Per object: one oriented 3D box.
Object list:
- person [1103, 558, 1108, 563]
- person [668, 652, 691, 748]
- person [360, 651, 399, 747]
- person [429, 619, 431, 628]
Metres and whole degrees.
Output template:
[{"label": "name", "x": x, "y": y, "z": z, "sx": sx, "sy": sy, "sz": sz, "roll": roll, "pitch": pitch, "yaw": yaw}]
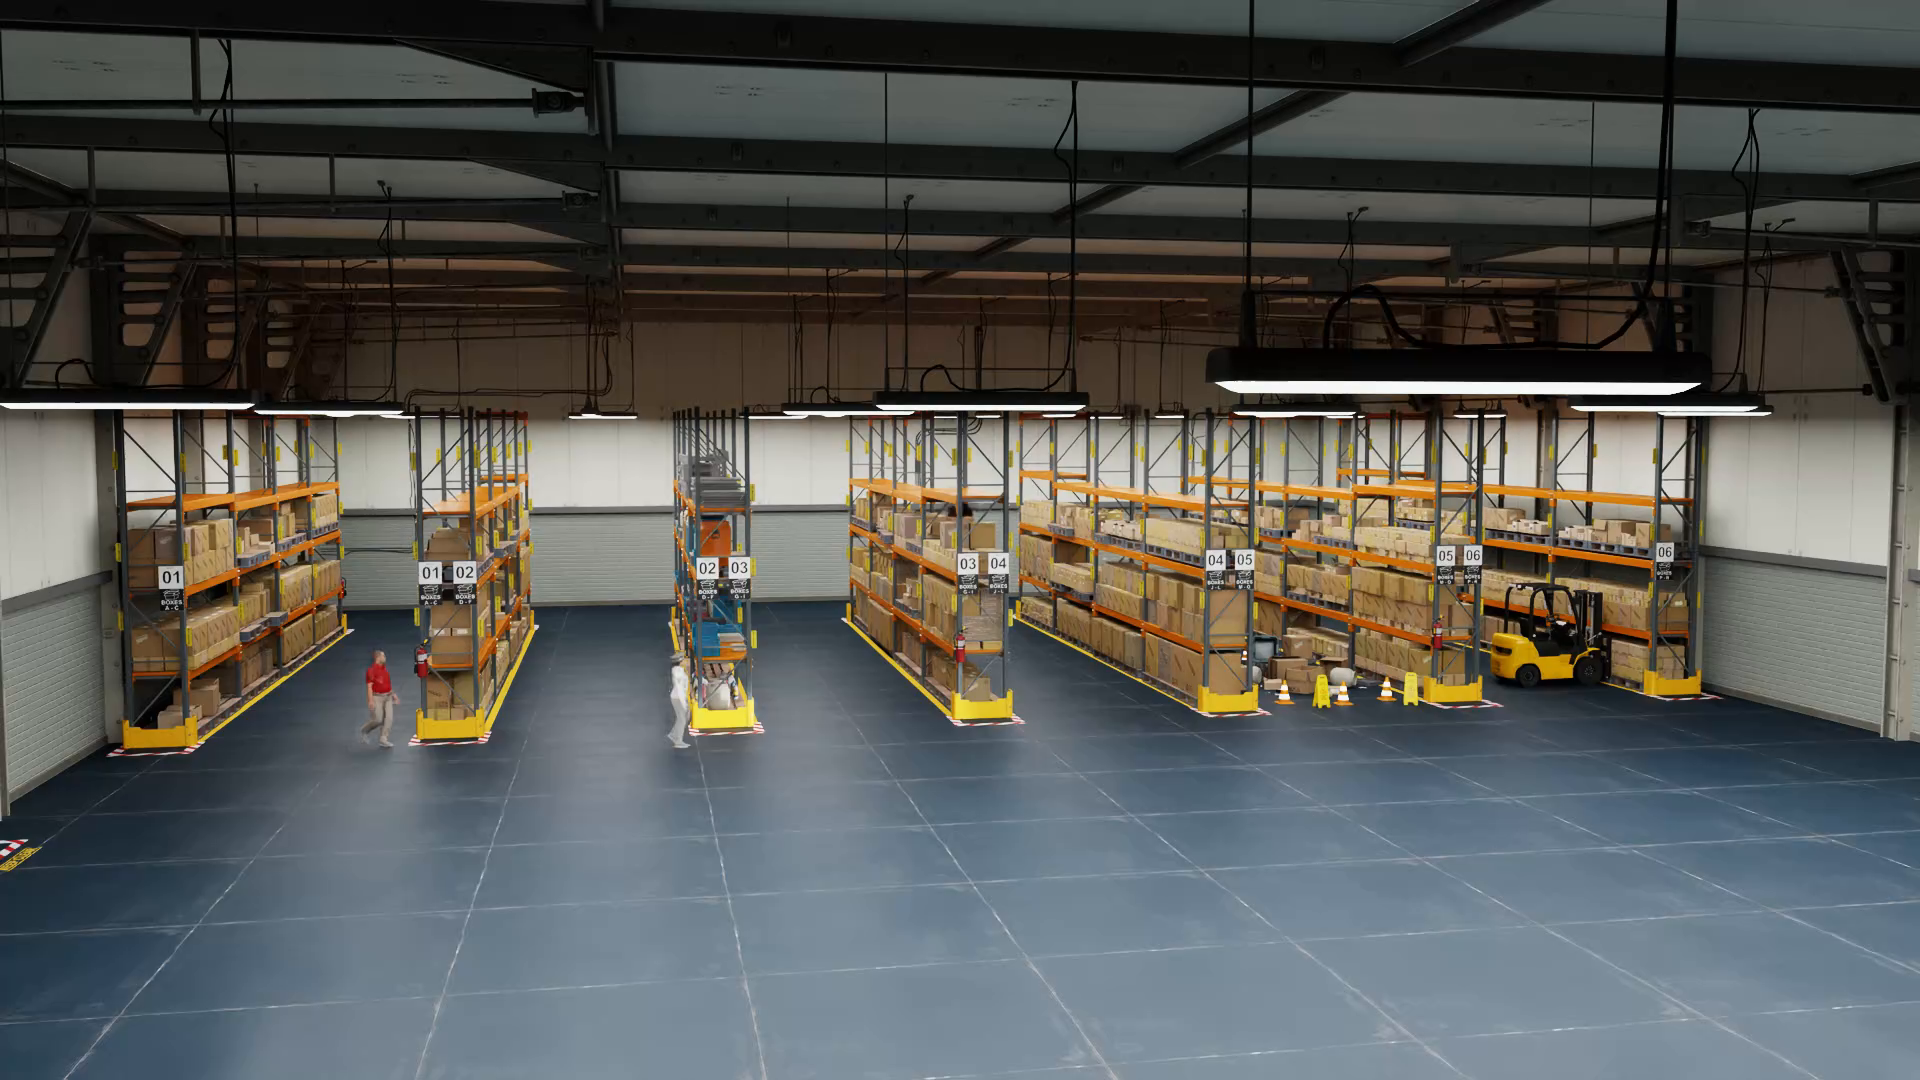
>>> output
[{"label": "person", "x": 4.436, "y": 1.340, "z": 50.233, "sx": 0.943, "sy": 1.610, "sz": 0.528, "roll": -1, "pitch": 4, "yaw": -16}, {"label": "person", "x": -4.949, "y": 2.808, "z": 29.283, "sx": 0.407, "sy": 1.687, "sz": 0.545, "roll": 0, "pitch": 4, "yaw": -2}, {"label": "person", "x": -10.228, "y": 2.787, "z": 29.246, "sx": 0.570, "sy": 1.697, "sz": 0.651, "roll": 2, "pitch": 5, "yaw": 31}, {"label": "person", "x": -14.141, "y": 1.703, "z": 44.870, "sx": 0.442, "sy": 1.681, "sz": 0.462, "roll": 0, "pitch": 4, "yaw": 4}]
